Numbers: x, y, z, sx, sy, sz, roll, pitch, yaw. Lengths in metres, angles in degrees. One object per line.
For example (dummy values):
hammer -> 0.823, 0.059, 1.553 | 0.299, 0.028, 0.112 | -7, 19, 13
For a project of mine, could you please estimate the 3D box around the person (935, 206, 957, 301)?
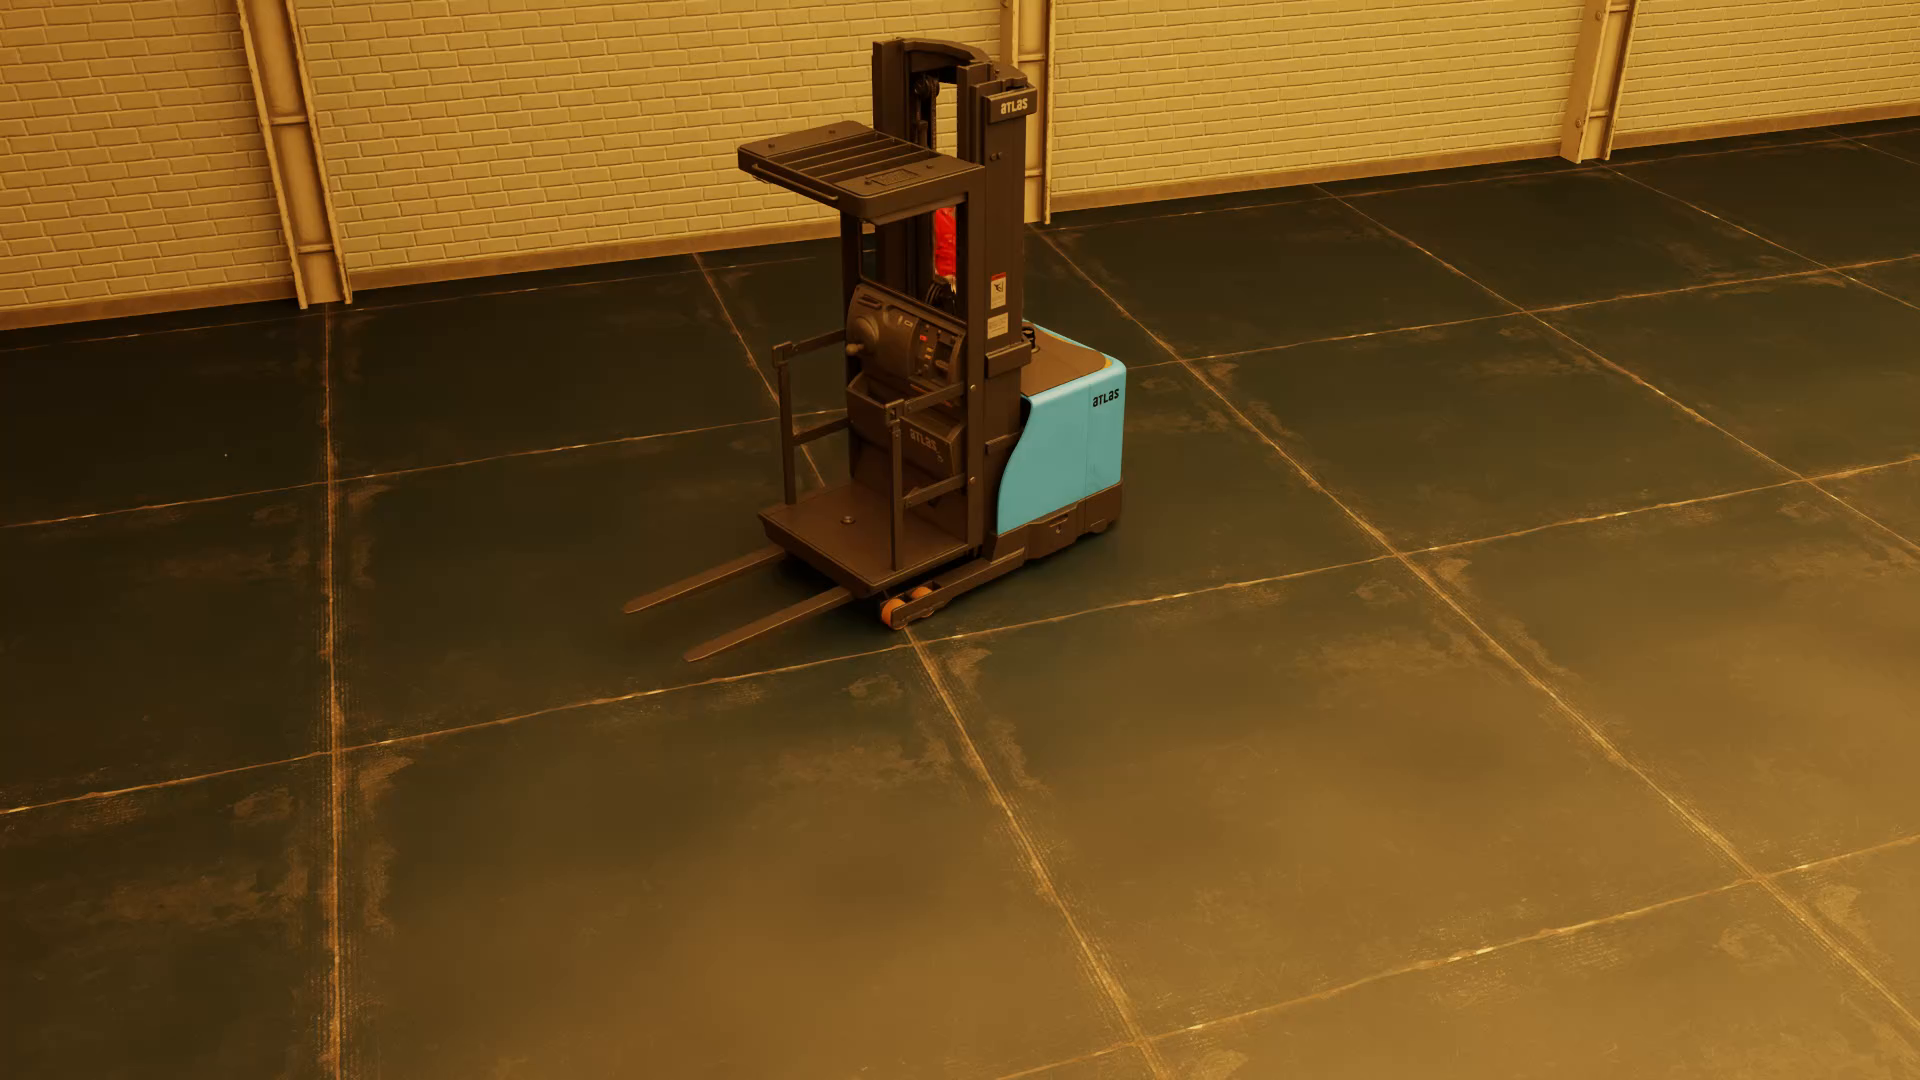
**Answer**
person -> -0.081, -1.760, 11.488 | 0.583, 1.627, 0.947 | 2, 30, 4

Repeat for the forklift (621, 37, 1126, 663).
forklift -> -0.461, -1.072, 8.951 | 3.031, 2.935, 1.130 | -23, 37, -34
